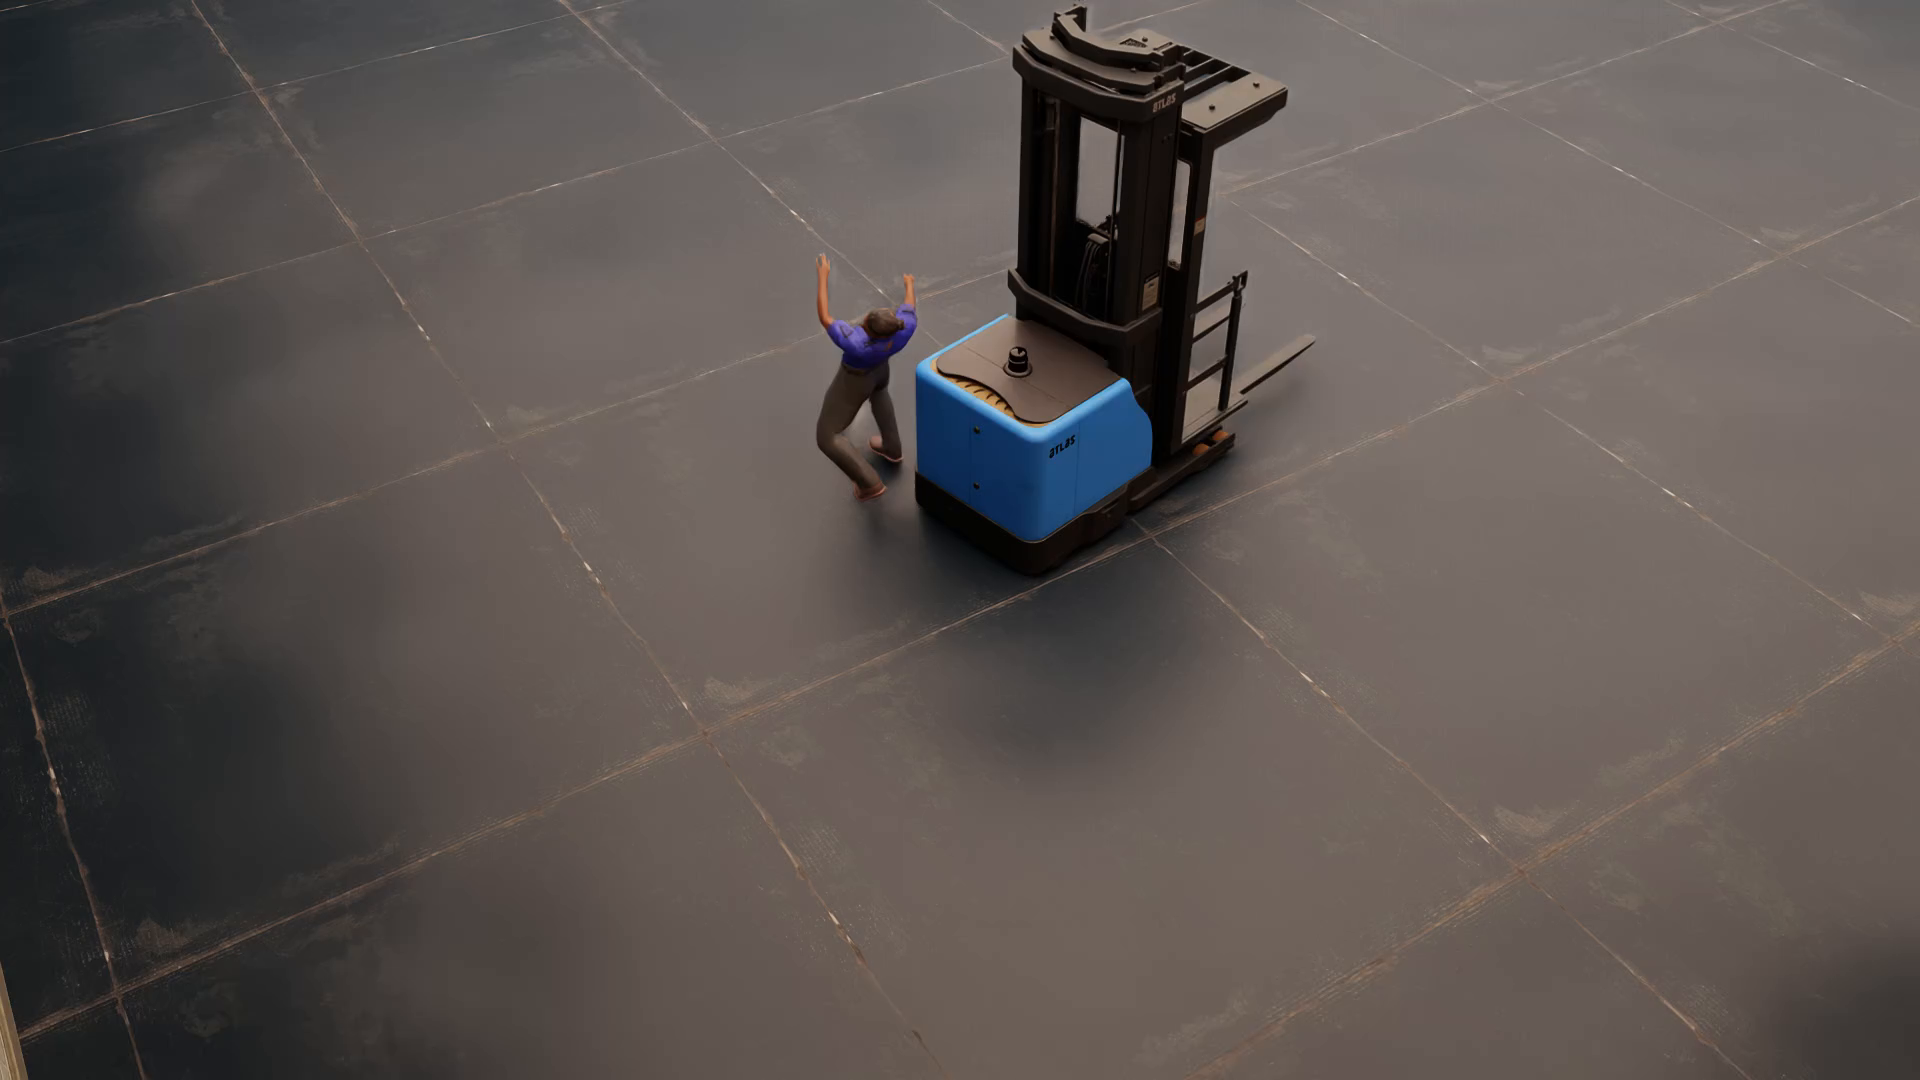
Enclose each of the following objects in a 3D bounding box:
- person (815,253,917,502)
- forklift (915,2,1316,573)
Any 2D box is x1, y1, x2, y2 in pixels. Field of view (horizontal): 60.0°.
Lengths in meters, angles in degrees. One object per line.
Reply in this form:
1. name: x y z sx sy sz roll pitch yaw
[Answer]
1. person: -0.486 -1.079 10.180 0.673 1.459 1.014 24 47 25
2. forklift: 1.124 -1.770 9.896 3.031 2.935 1.130 -33 51 -32
